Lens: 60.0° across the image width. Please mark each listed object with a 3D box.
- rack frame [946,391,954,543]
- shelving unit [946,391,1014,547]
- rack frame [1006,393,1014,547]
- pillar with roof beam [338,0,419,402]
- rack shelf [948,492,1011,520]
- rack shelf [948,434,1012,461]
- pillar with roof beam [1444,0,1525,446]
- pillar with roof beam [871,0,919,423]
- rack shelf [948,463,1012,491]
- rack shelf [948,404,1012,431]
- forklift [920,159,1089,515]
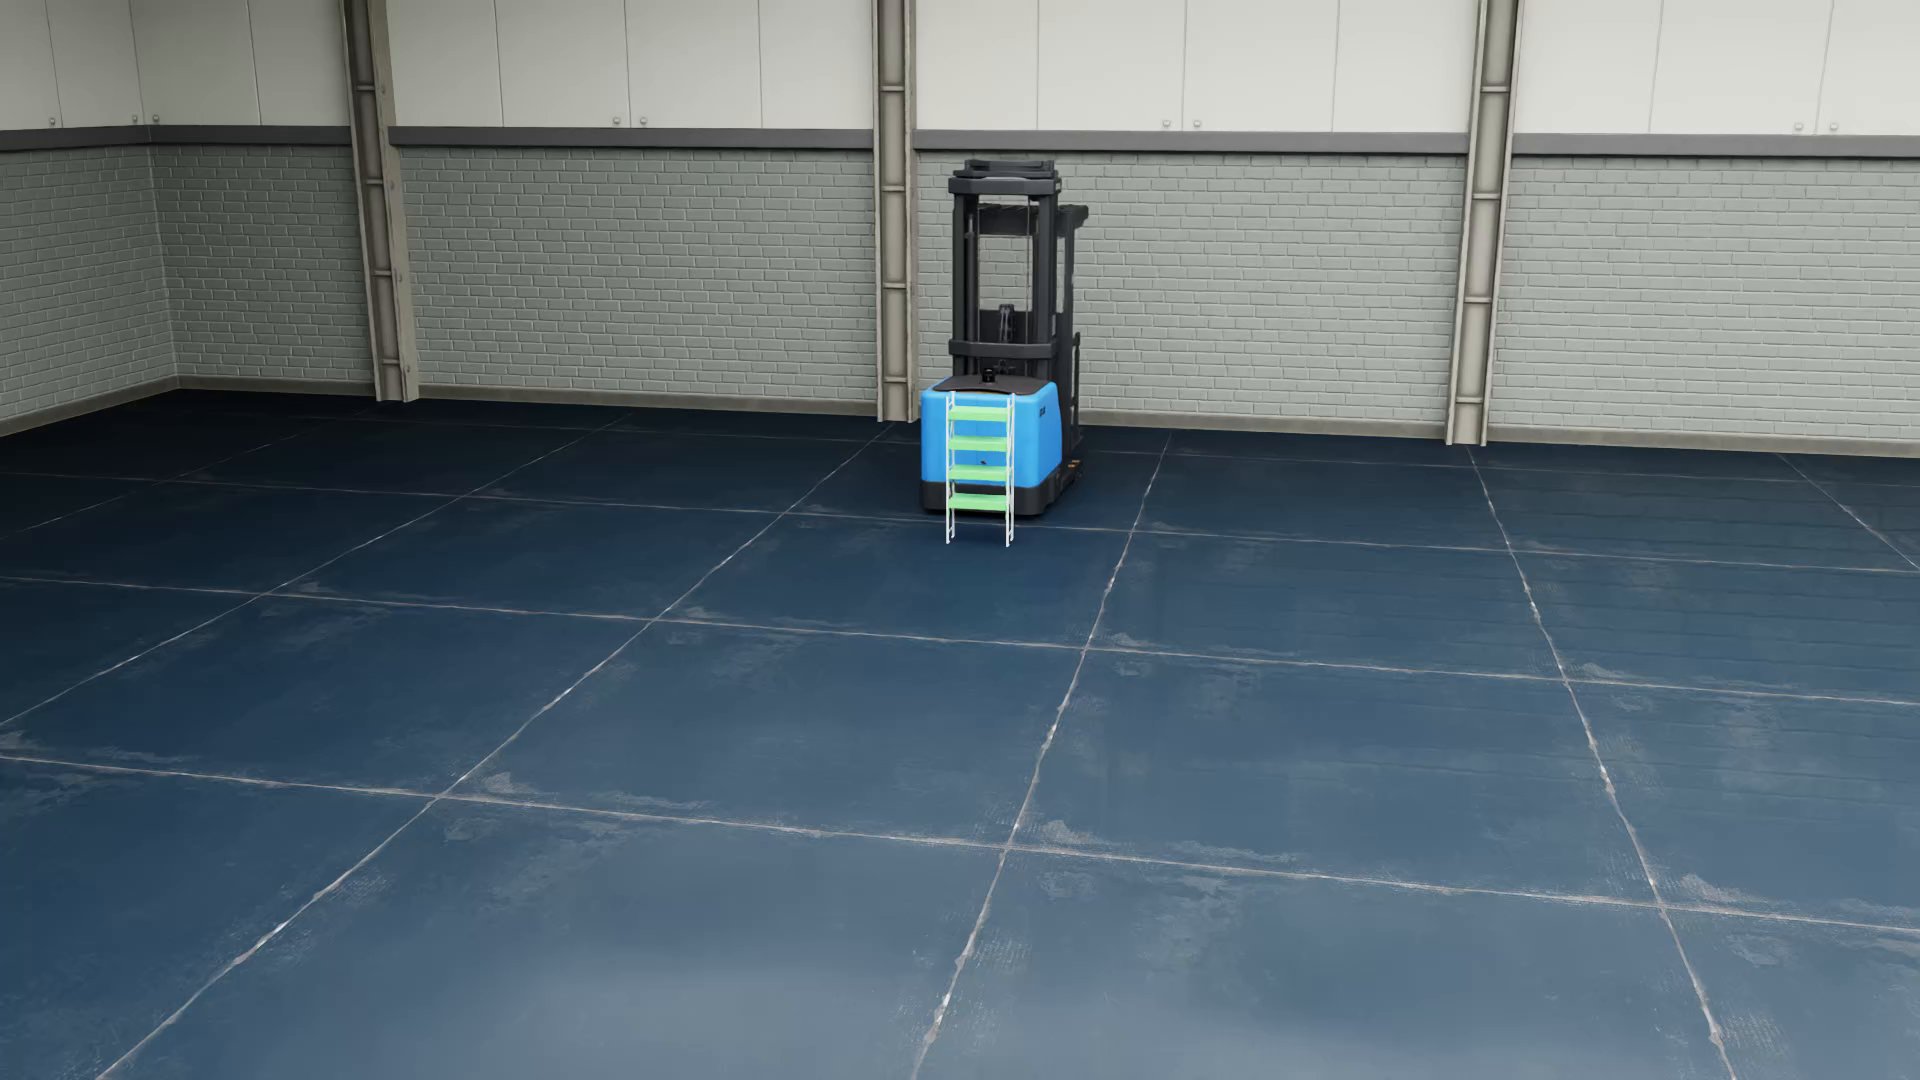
[{"bbox_3d":[-0.077,-0.582,13.347,0.015,1.200,0.240,3,16,11],"label":"rack frame"},{"bbox_3d":[0.162,-0.569,13.300,0.503,1.200,0.258,3,16,11],"label":"shelving unit"},{"bbox_3d":[0.401,-0.556,13.253,0.015,1.200,0.240,3,16,11],"label":"rack frame"},{"bbox_3d":[-7.418,-4.855,14.163,0.400,9.000,9.100,3,16,11],"label":"pillar with roof beam"},{"bbox_3d":[0.162,-0.277,13.381,0.480,0.148,0.258,3,16,11],"label":"rack shelf"},{"bbox_3d":[0.162,-0.739,13.253,0.480,0.148,0.258,3,16,11],"label":"rack shelf"},{"bbox_3d":[4.341,-4.217,11.858,0.400,9.000,9.100,3,16,11],"label":"pillar with roof beam"},{"bbox_3d":[-1.539,-4.536,13.010,0.400,9.000,9.100,3,16,11],"label":"pillar with roof beam"},{"bbox_3d":[0.162,-0.508,13.317,0.480,0.148,0.258,3,16,11],"label":"rack shelf"},{"bbox_3d":[0.162,-0.970,13.189,0.480,0.148,0.258,3,16,11],"label":"rack shelf"},{"bbox_3d":[0.534,-1.970,15.113,1.130,2.935,3.031,4,16,15],"label":"forklift"}]
